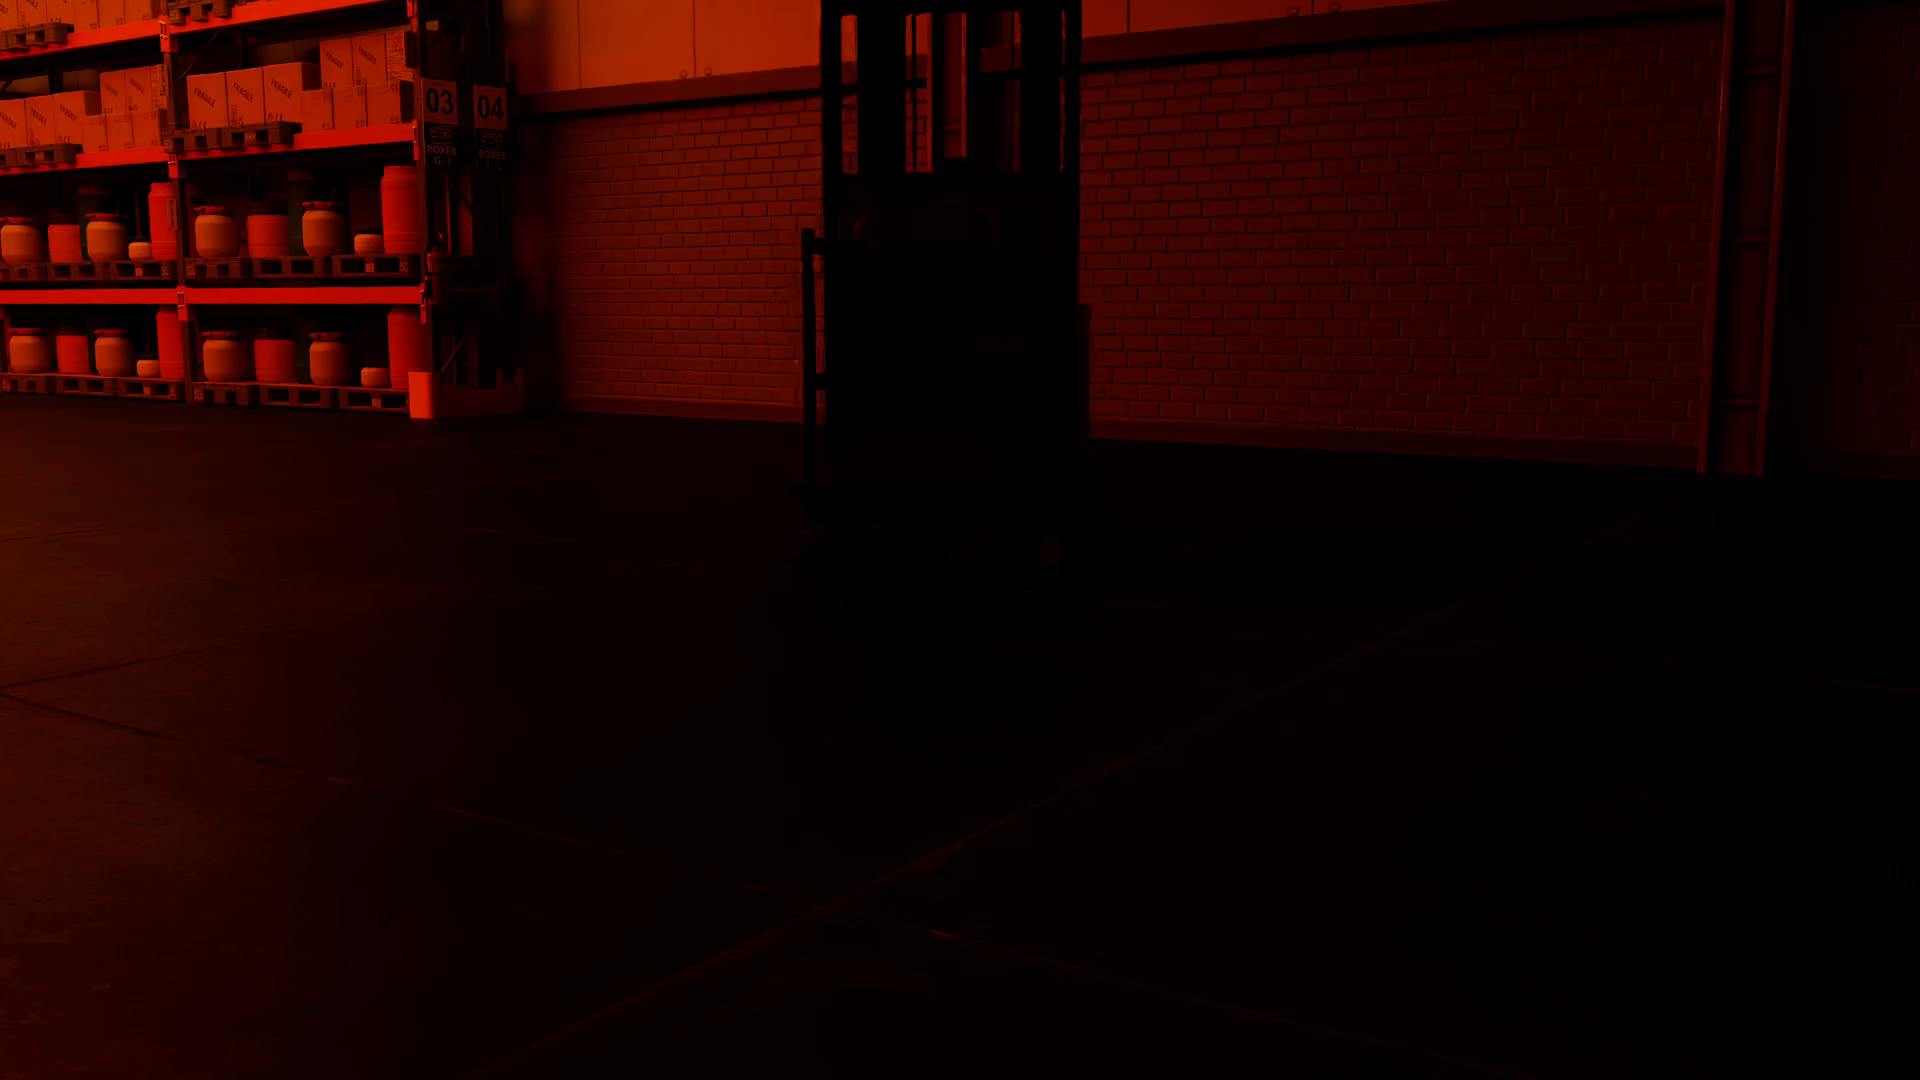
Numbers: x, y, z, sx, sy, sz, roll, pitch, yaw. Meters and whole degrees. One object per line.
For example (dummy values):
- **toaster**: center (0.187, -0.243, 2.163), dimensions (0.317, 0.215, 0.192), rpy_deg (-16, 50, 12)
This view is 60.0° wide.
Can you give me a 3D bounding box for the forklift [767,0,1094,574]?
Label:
- **forklift**: center (-0.079, -1.365, 6.791), dimensions (1.130, 2.935, 3.031), rpy_deg (1, 8, 9)
